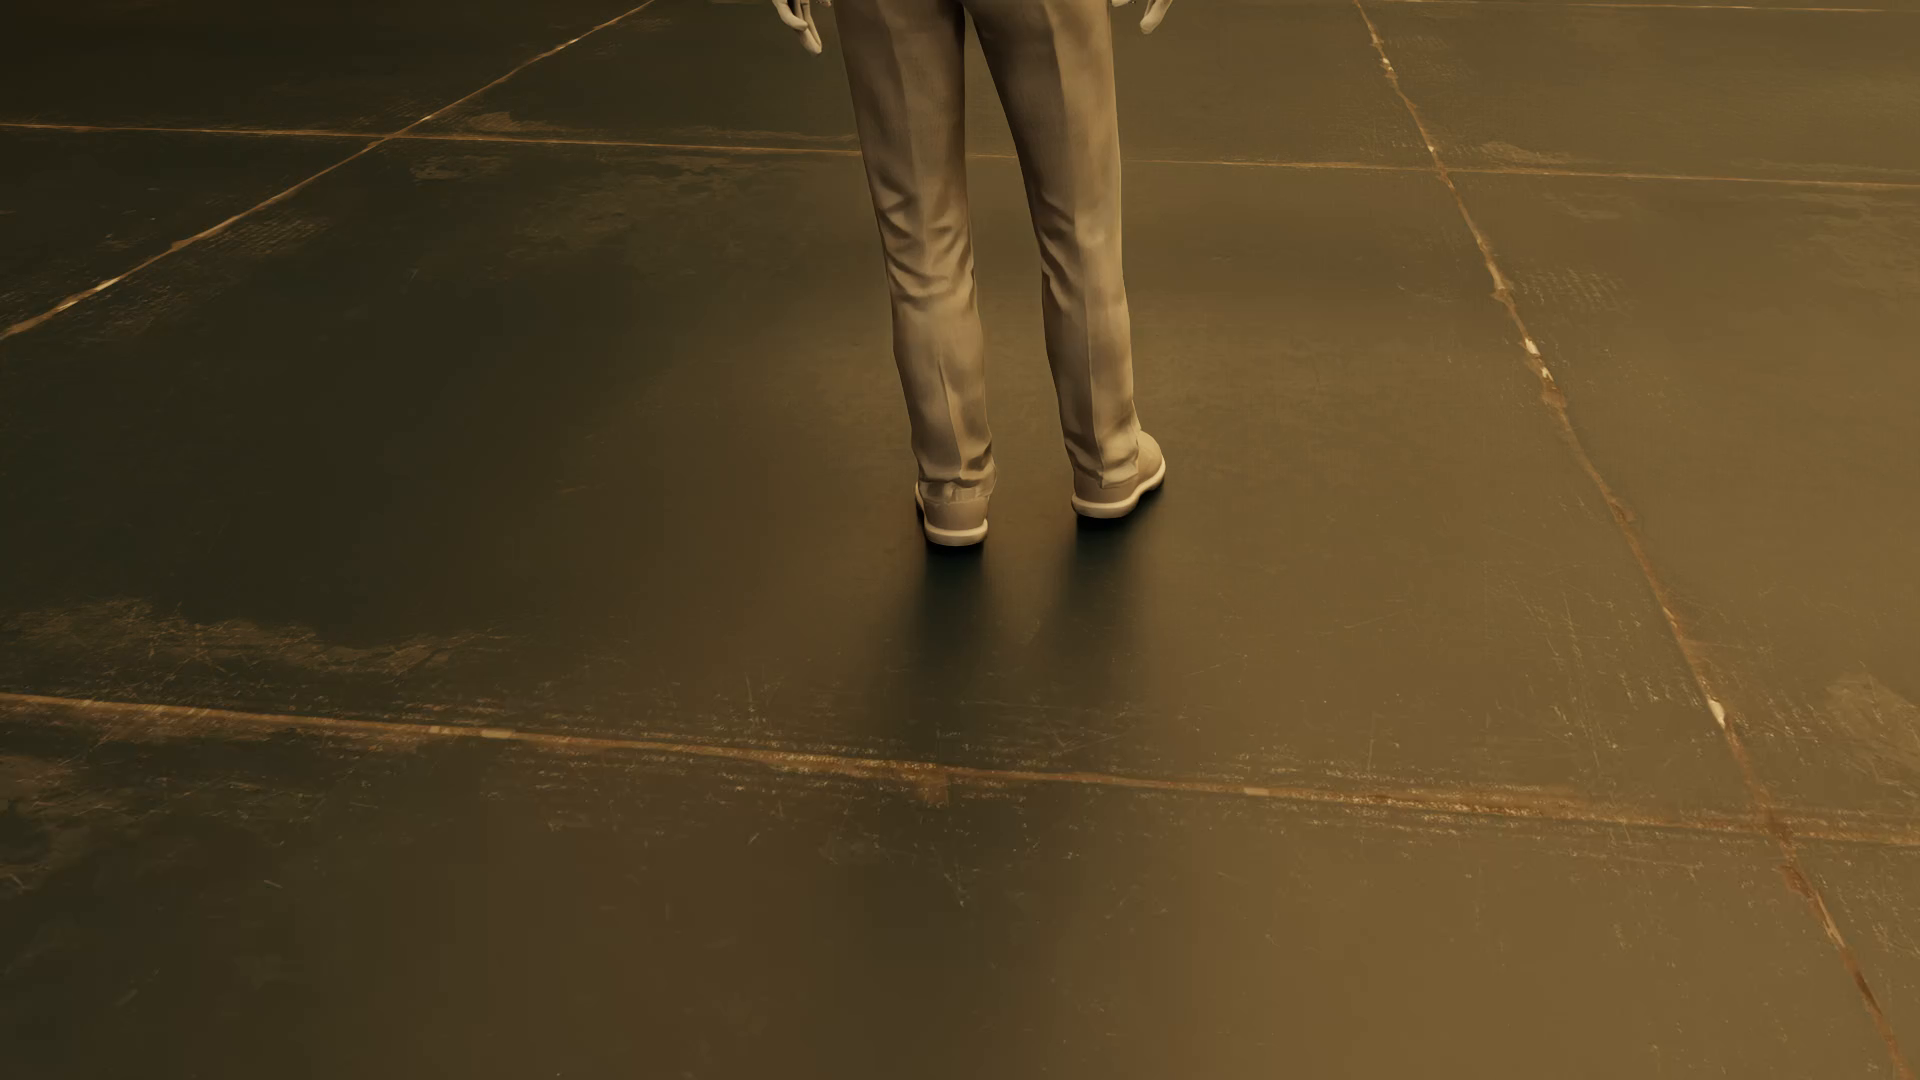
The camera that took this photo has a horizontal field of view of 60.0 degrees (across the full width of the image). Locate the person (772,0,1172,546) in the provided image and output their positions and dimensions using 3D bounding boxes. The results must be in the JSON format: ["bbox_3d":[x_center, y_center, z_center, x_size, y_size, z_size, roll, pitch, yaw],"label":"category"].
[{"bbox_3d":[0.015,-0.795,2.179,0.587,1.695,0.531,3,27,7],"label":"person"}]
